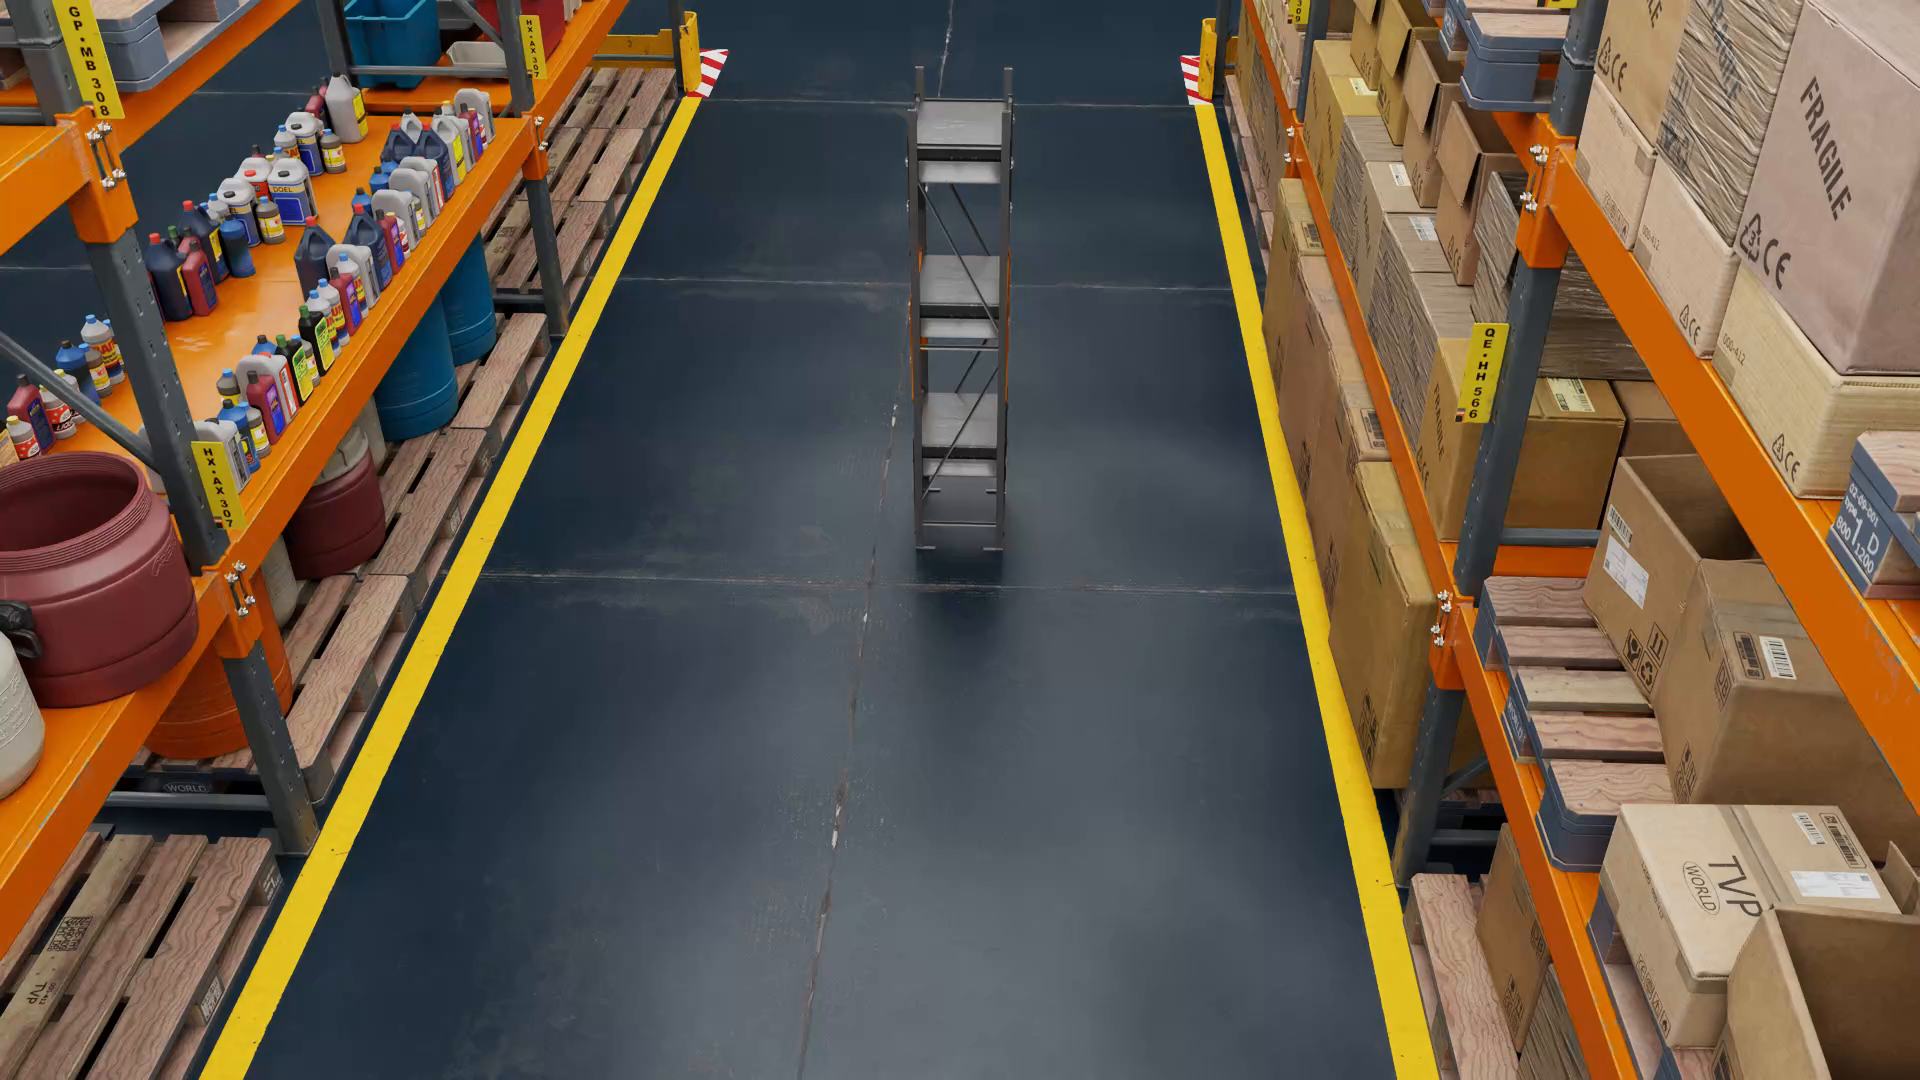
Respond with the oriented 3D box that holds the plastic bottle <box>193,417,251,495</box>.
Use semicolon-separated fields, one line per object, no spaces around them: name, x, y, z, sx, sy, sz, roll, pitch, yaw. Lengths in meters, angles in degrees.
plastic bottle;-2.543;-0.301;5.678;0.152;0.276;0.135;1;35;2

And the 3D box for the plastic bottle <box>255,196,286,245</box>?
plastic bottle;-3.043;-1.413;7.325;0.097;0.201;0.097;0;35;0

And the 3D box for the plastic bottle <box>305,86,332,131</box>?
plastic bottle;-3.169;-2.084;8.208;0.061;0.283;0.133;1;35;2

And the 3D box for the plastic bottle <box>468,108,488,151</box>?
plastic bottle;-2.392;-2.027;8.198;0.097;0.201;0.097;0;35;0

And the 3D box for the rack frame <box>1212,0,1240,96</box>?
rack frame;2.387;-4.593;11.676;1.000;3.000;0.127;1;35;2

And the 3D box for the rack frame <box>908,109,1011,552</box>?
rack frame;-0.003;-0.814;7.082;0.400;2.100;0.015;1;35;2

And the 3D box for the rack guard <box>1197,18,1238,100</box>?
rack guard;2.388;-3.584;12.415;1.175;0.500;0.348;1;35;2

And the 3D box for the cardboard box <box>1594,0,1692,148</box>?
cardboard box;1.790;-1.205;3.725;0.500;0.500;0.500;2;35;2

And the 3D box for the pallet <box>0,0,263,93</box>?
pallet;-2.755;-1.698;5.113;1.003;0.211;1.213;1;35;2

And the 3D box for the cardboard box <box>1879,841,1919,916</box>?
cardboard box;2.269;0.851;3.682;0.396;0.266;0.258;0;35;1

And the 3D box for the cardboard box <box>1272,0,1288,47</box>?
cardboard box;2.000;-2.912;9.157;0.500;0.250;0.500;2;35;3

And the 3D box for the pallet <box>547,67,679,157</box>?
pallet;-2.634;-3.093;11.968;1.003;0.211;1.213;1;35;2

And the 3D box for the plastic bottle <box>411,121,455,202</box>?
plastic bottle;-2.440;-1.747;7.670;0.144;0.351;0.185;1;35;2

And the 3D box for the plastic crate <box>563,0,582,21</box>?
plastic crate;-2.477;-3.258;9.828;0.437;0.282;0.530;1;35;2

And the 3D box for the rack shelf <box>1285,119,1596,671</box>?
rack shelf;2.146;-0.851;6.978;1.077;0.370;4.000;1;35;2

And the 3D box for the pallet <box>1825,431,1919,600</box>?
pallet;2.075;0.203;2.407;1.213;0.211;1.003;1;35;2

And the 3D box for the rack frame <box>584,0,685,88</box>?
rack frame;-2.562;-4.707;11.839;1.000;3.000;0.127;1;35;2

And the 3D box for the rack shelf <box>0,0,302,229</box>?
rack shelf;-2.803;-2.193;6.278;1.077;0.370;4.000;1;35;2

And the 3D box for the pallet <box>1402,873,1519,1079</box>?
pallet;2.033;1.593;5.299;1.003;0.211;1.213;1;35;2

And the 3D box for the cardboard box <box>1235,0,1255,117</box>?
cardboard box;2.442;-3.526;11.641;0.875;0.875;0.875;1;35;2

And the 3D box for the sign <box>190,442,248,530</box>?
sign;-2.333;-0.169;5.240;0.100;0.325;0.005;1;35;2

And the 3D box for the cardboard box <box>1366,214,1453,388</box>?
cardboard box;1.882;-0.911;6.351;0.500;0.500;0.500;0;35;0

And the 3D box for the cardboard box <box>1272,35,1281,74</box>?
cardboard box;1.932;-2.670;9.159;0.380;0.149;0.250;1;35;1

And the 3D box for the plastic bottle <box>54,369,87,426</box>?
plastic bottle;-3.257;-0.526;6.063;0.097;0.201;0.097;0;35;0

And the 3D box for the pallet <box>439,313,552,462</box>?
pallet;-2.795;-0.826;8.741;1.003;0.211;1.213;1;35;2

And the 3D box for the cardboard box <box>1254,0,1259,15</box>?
cardboard box;1.974;-3.259;9.997;0.380;0.149;0.250;2;35;3

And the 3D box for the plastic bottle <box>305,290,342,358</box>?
plastic bottle;-2.477;-0.840;6.449;0.097;0.271;0.097;0;35;0

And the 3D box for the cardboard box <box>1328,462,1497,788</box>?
cardboard box;2.114;0.305;6.190;1.225;0.875;0.875;0;35;0

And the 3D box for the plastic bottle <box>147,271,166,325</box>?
plastic bottle;-3.247;-0.962;6.612;0.061;0.283;0.133;1;35;2

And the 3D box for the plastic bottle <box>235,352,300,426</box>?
plastic bottle;-2.524;-0.567;6.056;0.152;0.276;0.135;1;35;2

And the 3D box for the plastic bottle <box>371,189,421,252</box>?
plastic bottle;-2.465;-1.414;7.261;0.152;0.276;0.135;1;35;2

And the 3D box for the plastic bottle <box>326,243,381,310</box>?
plastic bottle;-2.487;-1.098;6.812;0.152;0.276;0.135;1;35;2

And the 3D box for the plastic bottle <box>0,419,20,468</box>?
plastic bottle;-3.293;-0.305;5.677;0.061;0.283;0.133;1;35;2

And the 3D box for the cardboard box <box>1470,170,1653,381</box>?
cardboard box;2.112;-0.867;5.416;0.797;0.503;0.637;2;35;3

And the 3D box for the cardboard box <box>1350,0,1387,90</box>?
cardboard box;2.209;-2.379;7.567;0.797;0.503;0.637;0;35;1

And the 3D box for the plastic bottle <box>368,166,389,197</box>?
plastic bottle;-2.581;-1.538;7.441;0.097;0.271;0.097;0;35;0

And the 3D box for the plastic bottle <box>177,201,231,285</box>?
plastic bottle;-3.186;-1.263;6.981;0.144;0.351;0.185;1;35;2

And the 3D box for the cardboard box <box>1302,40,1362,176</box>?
cardboard box;1.958;-2.077;8.010;0.500;0.500;0.500;1;35;2

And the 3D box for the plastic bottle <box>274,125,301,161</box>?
plastic bottle;-3.168;-1.823;7.847;0.097;0.271;0.097;0;35;0

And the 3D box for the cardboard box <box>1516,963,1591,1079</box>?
cardboard box;2.050;1.551;4.726;0.700;0.500;0.500;-1;35;-2

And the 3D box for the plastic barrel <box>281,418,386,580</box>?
plastic barrel;-2.835;-0.226;7.195;0.600;0.588;0.708;1;35;2

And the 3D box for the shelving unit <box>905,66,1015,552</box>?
shelving unit;0.007;-0.954;7.282;0.431;2.100;0.503;1;35;2

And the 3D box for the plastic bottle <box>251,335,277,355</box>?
plastic bottle;-2.553;-0.633;6.153;0.097;0.271;0.097;0;35;0

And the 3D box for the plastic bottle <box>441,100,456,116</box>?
plastic bottle;-2.541;-2.086;8.282;0.097;0.201;0.097;0;35;0

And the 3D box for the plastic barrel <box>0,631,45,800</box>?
plastic barrel;-2.711;0.439;4.419;0.421;0.512;0.421;0;35;0
